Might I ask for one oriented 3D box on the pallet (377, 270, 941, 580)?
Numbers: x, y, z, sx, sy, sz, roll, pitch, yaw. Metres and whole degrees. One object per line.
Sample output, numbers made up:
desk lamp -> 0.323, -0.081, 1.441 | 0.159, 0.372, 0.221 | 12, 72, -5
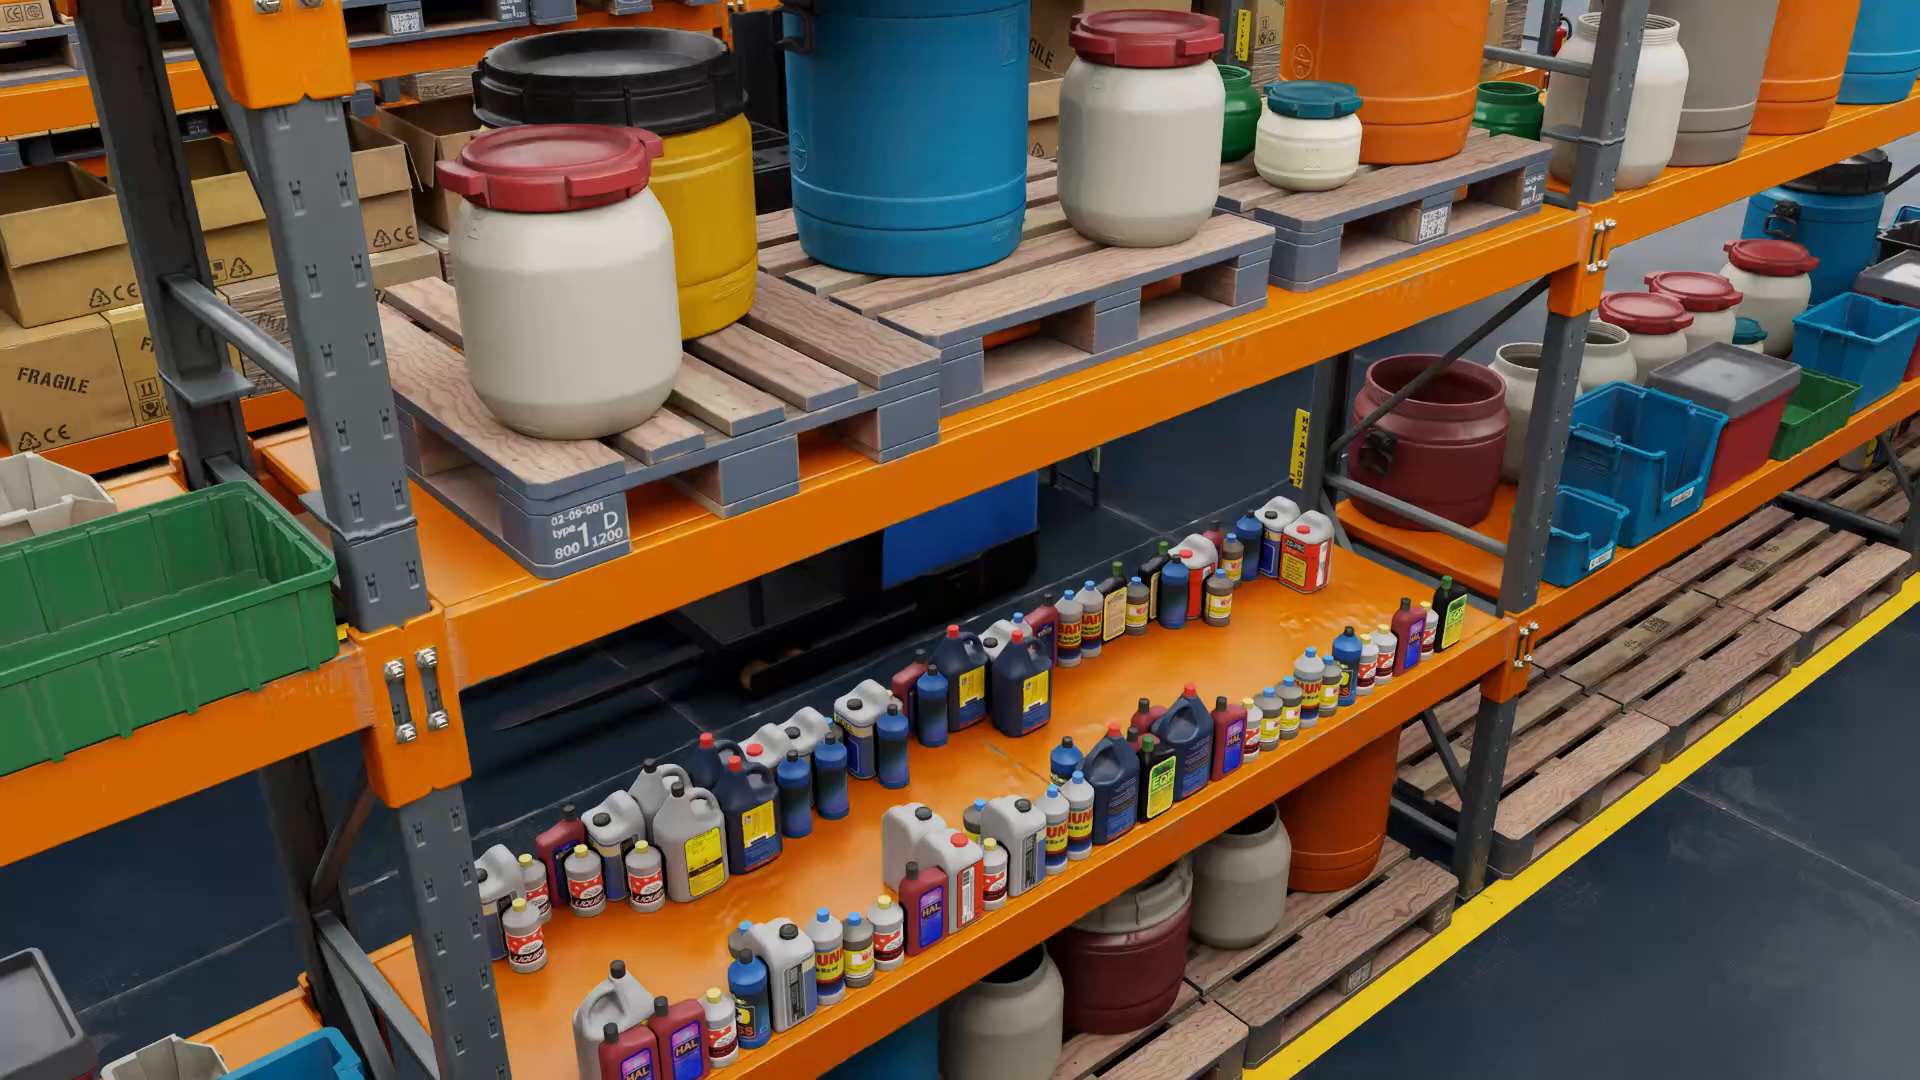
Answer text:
pallet -> -0.795, -0.377, 3.792 | 1.003, 0.211, 1.213 | -22, 35, -35

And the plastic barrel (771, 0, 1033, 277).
plastic barrel -> -0.129, -1.169, 4.095 | 0.708, 0.901, 0.600 | -22, 35, -35

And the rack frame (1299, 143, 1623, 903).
rack frame -> 1.715, -0.087, 6.230 | 0.127, 3.000, 1.000 | -22, 35, -35

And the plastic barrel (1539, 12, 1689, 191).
plastic barrel -> 2.150, -1.444, 5.468 | 0.421, 0.512, 0.421 | 0, 28, 0

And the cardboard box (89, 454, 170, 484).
cardboard box -> -4.069, -0.090, 8.045 | 0.875, 0.875, 1.225 | -22, 35, -35

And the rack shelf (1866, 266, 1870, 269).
rack shelf -> 6.279, -1.605, 9.834 | 4.000, 0.370, 1.077 | -22, 35, -35

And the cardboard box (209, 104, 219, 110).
cardboard box -> -5.297, -3.202, 11.879 | 0.250, 0.149, 0.380 | -22, 35, -36

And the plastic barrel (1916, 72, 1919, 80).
plastic barrel -> 4.014, -2.421, 6.883 | 0.600, 0.901, 0.600 | 0, 28, 0

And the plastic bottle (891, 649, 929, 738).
plastic bottle -> -0.151, 0.487, 5.280 | 0.133, 0.283, 0.061 | -22, 35, -35

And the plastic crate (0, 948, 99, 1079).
plastic crate -> -2.170, 1.266, 3.568 | 0.583, 0.464, 0.402 | -22, 35, -35

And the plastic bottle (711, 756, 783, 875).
plastic bottle -> -0.607, 0.755, 4.706 | 0.185, 0.351, 0.144 | -22, 35, -35

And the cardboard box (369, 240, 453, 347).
cardboard box -> -2.878, -1.201, 8.209 | 0.500, 0.500, 0.500 | -21, 35, -34

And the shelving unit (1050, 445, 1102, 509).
shelving unit -> 0.384, -0.806, 9.167 | 0.755, 1.500, 0.431 | -21, 34, -34

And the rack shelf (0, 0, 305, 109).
rack shelf -> -2.850, -0.403, 1.645 | 4.000, 0.370, 1.077 | -22, 35, -35

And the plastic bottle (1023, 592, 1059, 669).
plastic bottle -> 0.267, 0.318, 5.595 | 0.133, 0.283, 0.061 | -22, 35, -35

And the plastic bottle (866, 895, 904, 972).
plastic bottle -> -0.196, 1.023, 4.365 | 0.097, 0.201, 0.097 | 0, 28, 0

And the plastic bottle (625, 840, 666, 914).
plastic bottle -> -0.865, 0.915, 4.565 | 0.097, 0.201, 0.097 | 0, 28, 0

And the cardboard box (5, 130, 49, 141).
cardboard box -> -6.302, -2.795, 11.118 | 0.250, 0.149, 0.380 | -24, 36, -37

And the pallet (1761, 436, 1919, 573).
pallet -> 5.296, -0.271, 9.533 | 1.213, 0.211, 1.003 | -22, 35, -35

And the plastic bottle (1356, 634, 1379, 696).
plastic bottle -> 1.335, 0.407, 5.517 | 0.097, 0.201, 0.097 | 0, 28, 0

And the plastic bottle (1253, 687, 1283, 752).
plastic bottle -> 0.964, 0.556, 5.238 | 0.097, 0.201, 0.097 | 0, 28, 0

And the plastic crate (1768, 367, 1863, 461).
plastic crate -> 3.616, -0.583, 7.383 | 0.662, 0.188, 0.450 | -22, 35, -35

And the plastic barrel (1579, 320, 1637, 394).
plastic barrel -> 2.679, -0.656, 7.177 | 0.421, 0.512, 0.421 | 0, 28, 0

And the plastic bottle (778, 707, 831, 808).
plastic bottle -> -0.474, 0.648, 4.986 | 0.135, 0.276, 0.152 | -22, 35, -35

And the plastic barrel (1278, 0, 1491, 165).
plastic barrel -> 1.281, -1.612, 4.999 | 0.708, 0.830, 0.600 | -22, 35, -35

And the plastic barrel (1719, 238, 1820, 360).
plastic barrel -> 3.888, -1.156, 8.087 | 0.433, 0.535, 0.433 | 0, 28, 0

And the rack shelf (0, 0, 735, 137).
rack shelf -> -3.021, -2.256, 7.870 | 4.000, 0.370, 1.077 | -22, 35, -35

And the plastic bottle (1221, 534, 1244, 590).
plastic bottle -> 0.996, 0.073, 6.142 | 0.097, 0.201, 0.097 | 0, 28, 0

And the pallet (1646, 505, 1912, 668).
pallet -> 4.186, 0.174, 8.701 | 1.213, 0.211, 1.003 | -22, 35, -35

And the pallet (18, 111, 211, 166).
pallet -> -6.122, -2.967, 11.823 | 1.213, 0.211, 1.003 | -22, 35, -35

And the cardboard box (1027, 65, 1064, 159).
cardboard box -> 0.284, -2.754, 10.665 | 0.637, 0.503, 0.797 | -18, 33, -30

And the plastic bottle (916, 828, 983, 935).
plastic bottle -> -0.024, 0.904, 4.508 | 0.135, 0.276, 0.152 | -22, 35, -35

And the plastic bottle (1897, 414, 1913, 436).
plastic bottle -> 5.648, -0.774, 9.932 | 0.133, 0.283, 0.061 | -22, 35, -35

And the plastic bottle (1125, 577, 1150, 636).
plastic bottle -> 0.616, 0.225, 5.856 | 0.097, 0.201, 0.097 | 0, 28, 0

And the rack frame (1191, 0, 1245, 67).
rack frame -> 1.543, -3.086, 11.842 | 0.127, 3.000, 1.000 | -22, 35, -35

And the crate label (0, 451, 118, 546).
crate label -> -1.888, -0.024, 3.209 | 0.466, 0.136, 0.293 | -22, 35, -35

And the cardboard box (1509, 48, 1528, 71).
cardboard box -> 4.503, -4.038, 13.890 | 0.250, 0.149, 0.380 | -22, 35, -35

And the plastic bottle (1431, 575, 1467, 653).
plastic bottle -> 1.684, 0.242, 5.739 | 0.133, 0.283, 0.061 | -22, 35, -35

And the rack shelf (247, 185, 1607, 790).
rack shelf -> 0.193, -0.480, 4.547 | 4.000, 0.370, 1.077 | -22, 35, -35

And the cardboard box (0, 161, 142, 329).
cardboard box -> -4.062, -1.324, 7.374 | 0.637, 0.503, 0.797 | -23, 36, -36

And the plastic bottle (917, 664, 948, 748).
plastic bottle -> -0.086, 0.515, 5.241 | 0.097, 0.271, 0.097 | 0, 28, 0

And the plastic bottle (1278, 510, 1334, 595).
plastic bottle -> 1.275, 0.039, 6.126 | 0.135, 0.276, 0.152 | -22, 35, -35

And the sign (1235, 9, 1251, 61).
sign -> 1.906, -3.399, 11.199 | 0.005, 0.325, 0.100 | -22, 35, -35

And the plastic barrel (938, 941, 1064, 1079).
plastic barrel -> 0.123, 1.531, 5.396 | 0.421, 0.512, 0.421 | 0, 28, 0

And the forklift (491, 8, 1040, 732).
forklift -> -1.046, -0.837, 7.707 | 3.031, 2.935, 1.130 | -21, 34, -34

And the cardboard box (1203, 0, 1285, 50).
cardboard box -> 2.050, -3.749, 11.600 | 0.500, 0.500, 0.500 | -22, 35, -35

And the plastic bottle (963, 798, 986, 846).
plastic bottle -> 0.057, 0.826, 4.732 | 0.097, 0.201, 0.097 | 0, 28, 0

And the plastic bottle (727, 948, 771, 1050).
plastic bottle -> -0.521, 1.122, 4.104 | 0.097, 0.271, 0.097 | 0, 28, 0

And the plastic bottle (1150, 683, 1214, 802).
plastic bottle -> 0.666, 0.595, 5.006 | 0.185, 0.351, 0.144 | -22, 35, -35

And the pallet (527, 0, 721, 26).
pallet -> -1.955, -2.886, 8.486 | 1.003, 0.211, 1.213 | -20, 34, -33

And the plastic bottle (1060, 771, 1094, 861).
plastic bottle -> 0.332, 0.779, 4.746 | 0.097, 0.271, 0.097 | 0, 28, 0

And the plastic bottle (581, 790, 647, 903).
plastic bottle -> -0.960, 0.844, 4.621 | 0.135, 0.276, 0.152 | -22, 35, -35
